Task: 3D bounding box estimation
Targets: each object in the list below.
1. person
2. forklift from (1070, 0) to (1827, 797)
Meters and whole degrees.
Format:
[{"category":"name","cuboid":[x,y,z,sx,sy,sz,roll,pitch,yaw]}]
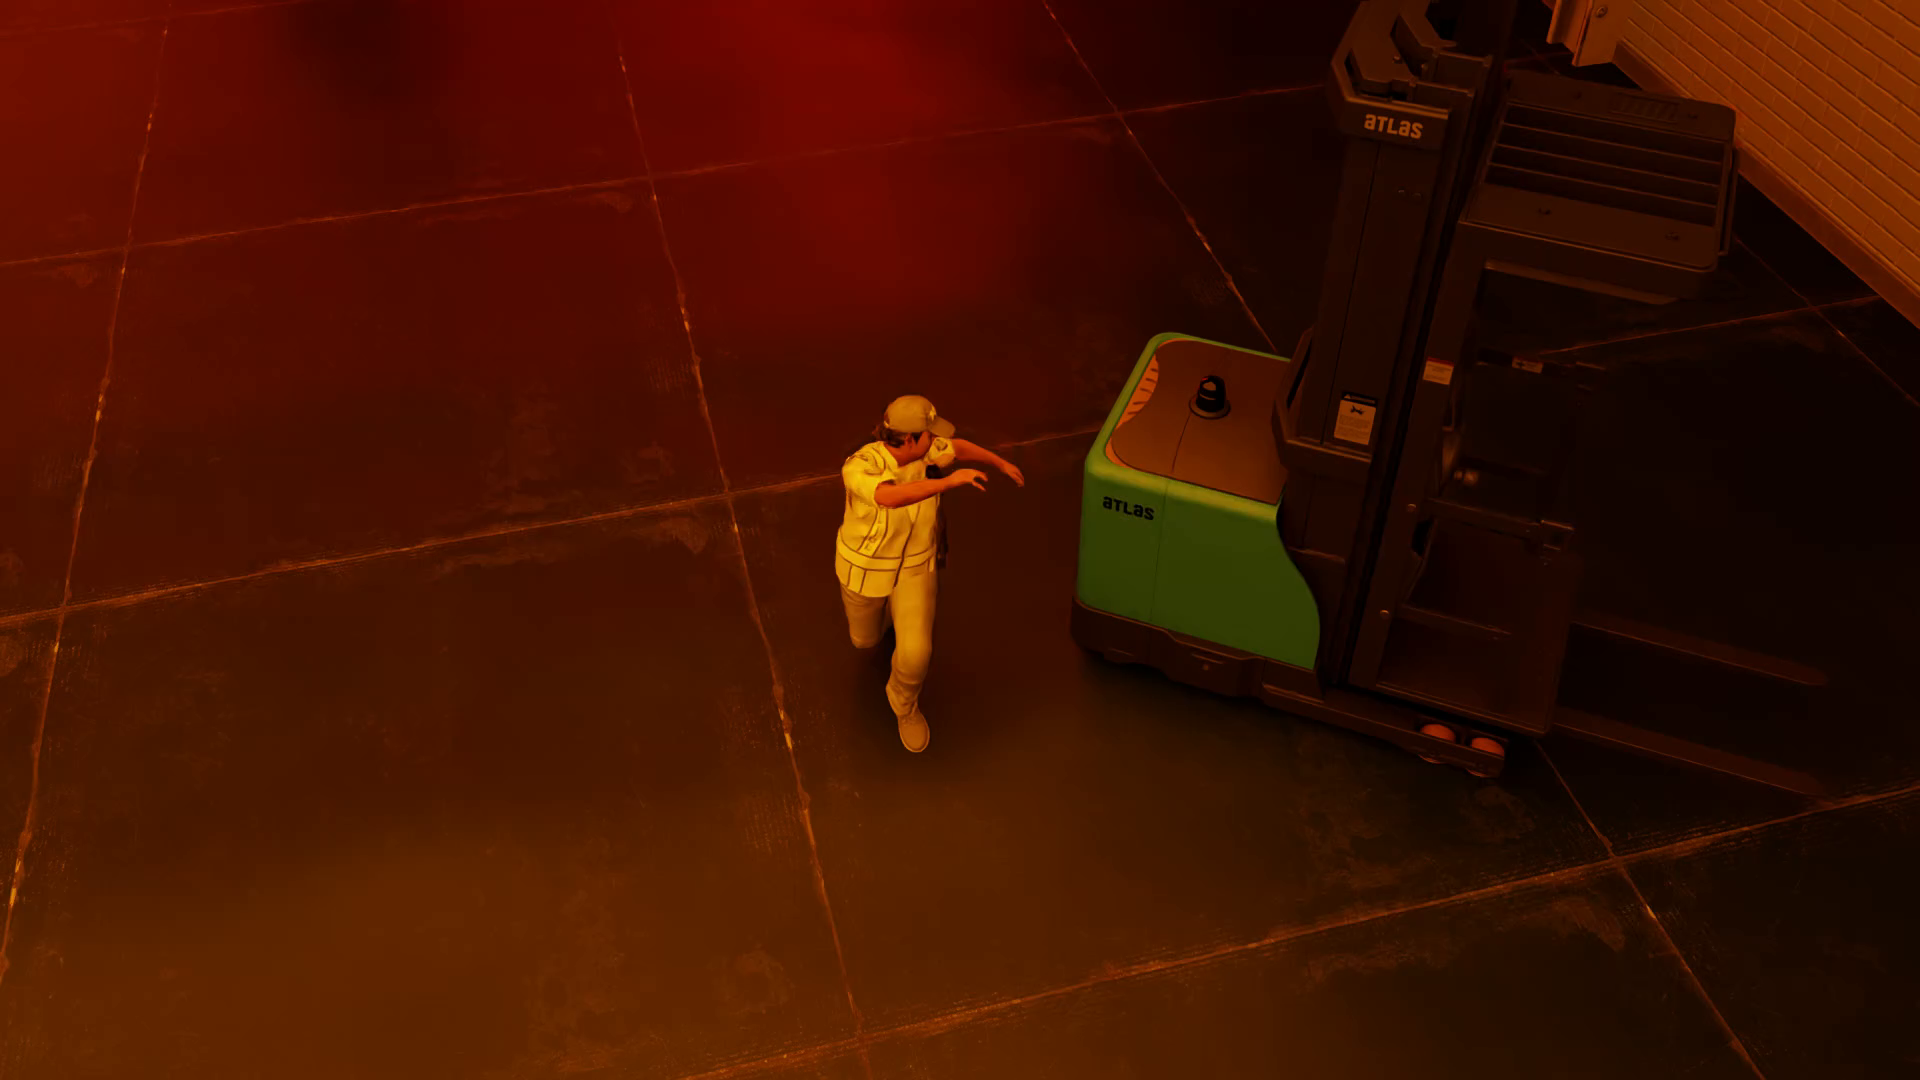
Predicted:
[{"category":"person","cuboid":[-0.084,0.038,6.745,0.852,1.387,0.950,-8,44,-8]},{"category":"forklift","cuboid":[2.048,-0.518,6.193,3.031,2.935,1.130,15,46,16]}]
